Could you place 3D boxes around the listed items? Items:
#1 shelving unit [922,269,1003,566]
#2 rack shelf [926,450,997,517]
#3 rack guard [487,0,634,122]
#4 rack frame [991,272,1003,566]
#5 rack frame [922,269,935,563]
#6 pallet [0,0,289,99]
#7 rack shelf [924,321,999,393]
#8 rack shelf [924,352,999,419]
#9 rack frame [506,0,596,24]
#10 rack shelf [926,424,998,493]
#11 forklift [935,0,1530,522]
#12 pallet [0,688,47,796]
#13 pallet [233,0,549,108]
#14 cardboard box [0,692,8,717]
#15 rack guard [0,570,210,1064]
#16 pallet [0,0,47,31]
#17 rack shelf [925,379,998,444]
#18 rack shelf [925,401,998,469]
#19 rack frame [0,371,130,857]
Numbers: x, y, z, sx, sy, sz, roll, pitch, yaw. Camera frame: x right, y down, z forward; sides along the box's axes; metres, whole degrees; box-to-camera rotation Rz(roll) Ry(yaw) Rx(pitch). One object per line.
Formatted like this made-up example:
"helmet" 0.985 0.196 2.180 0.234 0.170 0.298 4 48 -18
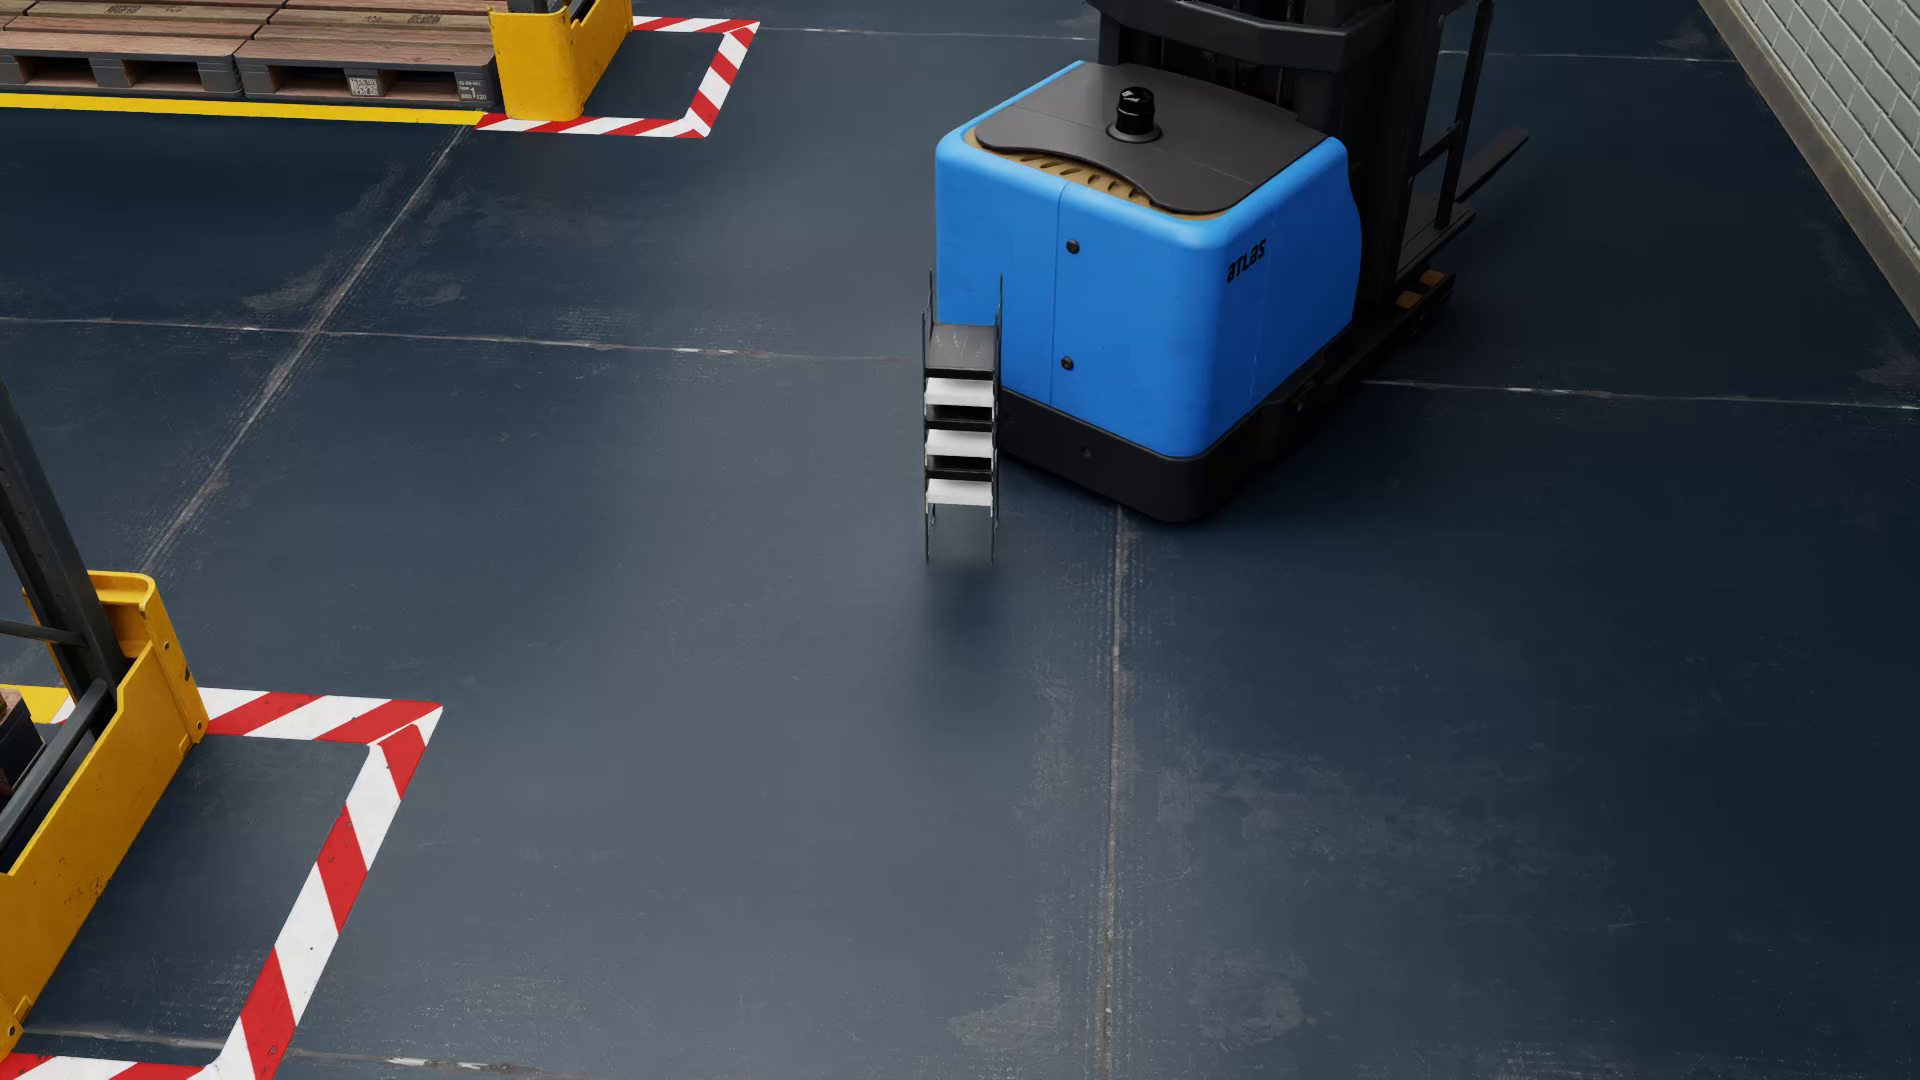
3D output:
"shelving unit" 0.008 -0.349 4.965 0.210 0.900 0.258 3 39 4
"rack shelf" 0.008 -0.183 5.100 0.200 0.077 0.258 3 39 4
"rack guard" -1.873 -2.478 7.899 0.348 0.500 1.175 3 39 4
"rack frame" 0.109 -0.343 4.959 0.006 0.900 0.240 3 39 4
"rack frame" -0.093 -0.354 4.972 0.006 0.900 0.240 3 39 4
"pallet" -3.928 -2.497 8.150 1.213 0.211 1.003 3 39 4
"rack shelf" 0.008 -0.532 4.816 0.200 0.077 0.258 3 39 4
"rack shelf" 0.008 -0.462 4.873 0.200 0.077 0.258 3 39 4
"rack frame" -1.898 -3.441 7.101 0.127 3.000 1.000 3 39 4
"rack shelf" 0.008 -0.253 5.043 0.200 0.077 0.258 3 39 4
"forklift" 1.211 -2.066 5.466 1.130 2.935 3.031 26 46 28
"pallet" -3.128 0.761 4.148 1.213 0.211 1.003 3 39 4
"pallet" -2.716 -2.429 8.067 1.213 0.211 1.003 3 39 4
"cardboard box" -2.970 0.351 3.793 0.875 0.875 0.875 3 39 4
"rack guard" -2.301 0.645 4.062 0.348 0.500 1.175 3 39 4
"pallet" -5.147 -2.562 8.230 1.213 0.211 1.003 3 39 4
"rack shelf" 0.008 -0.393 4.930 0.200 0.077 0.258 3 39 4
"rack shelf" 0.008 -0.323 4.986 0.200 0.077 0.258 3 39 4
"rack frame" -2.325 -0.326 3.274 0.127 3.000 1.000 3 39 4
